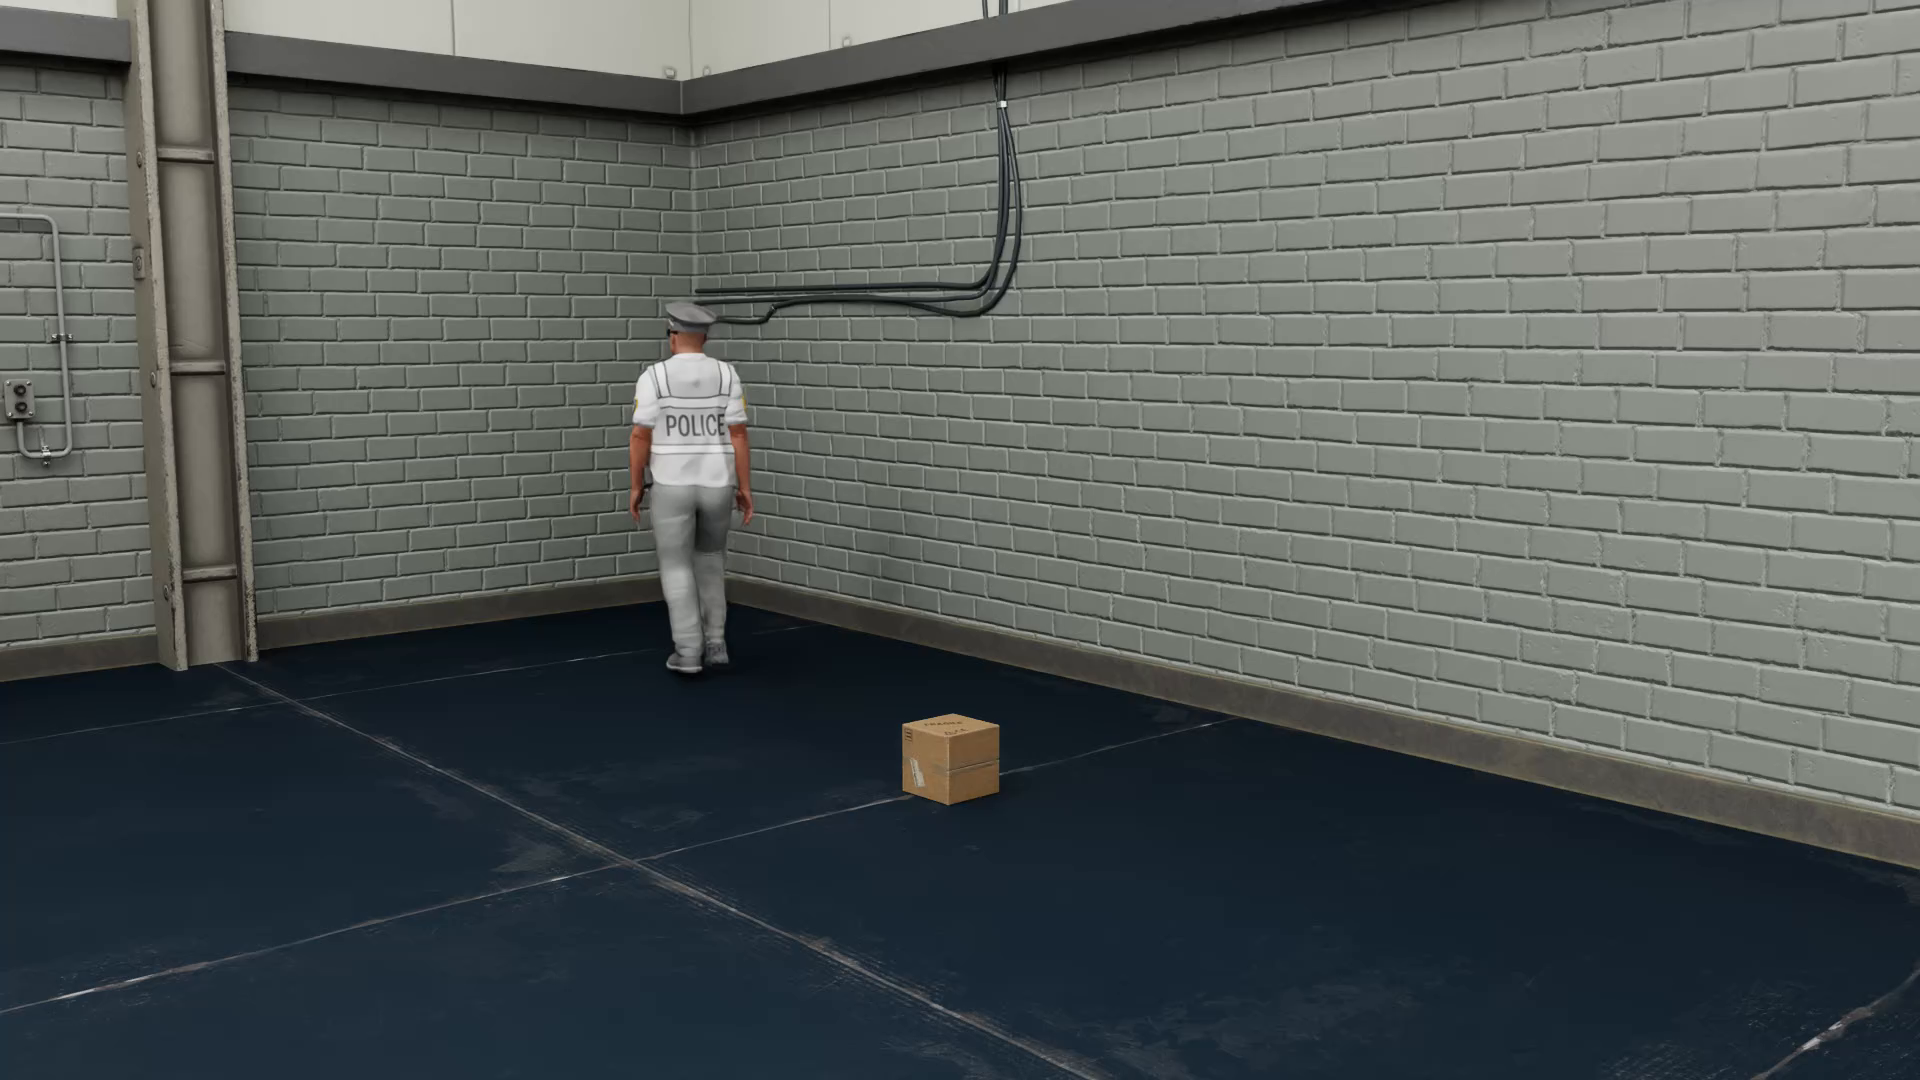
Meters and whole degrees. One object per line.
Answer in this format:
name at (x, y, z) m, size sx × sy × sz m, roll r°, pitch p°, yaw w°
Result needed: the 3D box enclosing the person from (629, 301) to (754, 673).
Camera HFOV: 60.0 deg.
person at (-1.303, -0.219, 8.002) m, size 0.574 × 1.848 × 0.508 m, roll -4°, pitch 8°, yaw -27°
